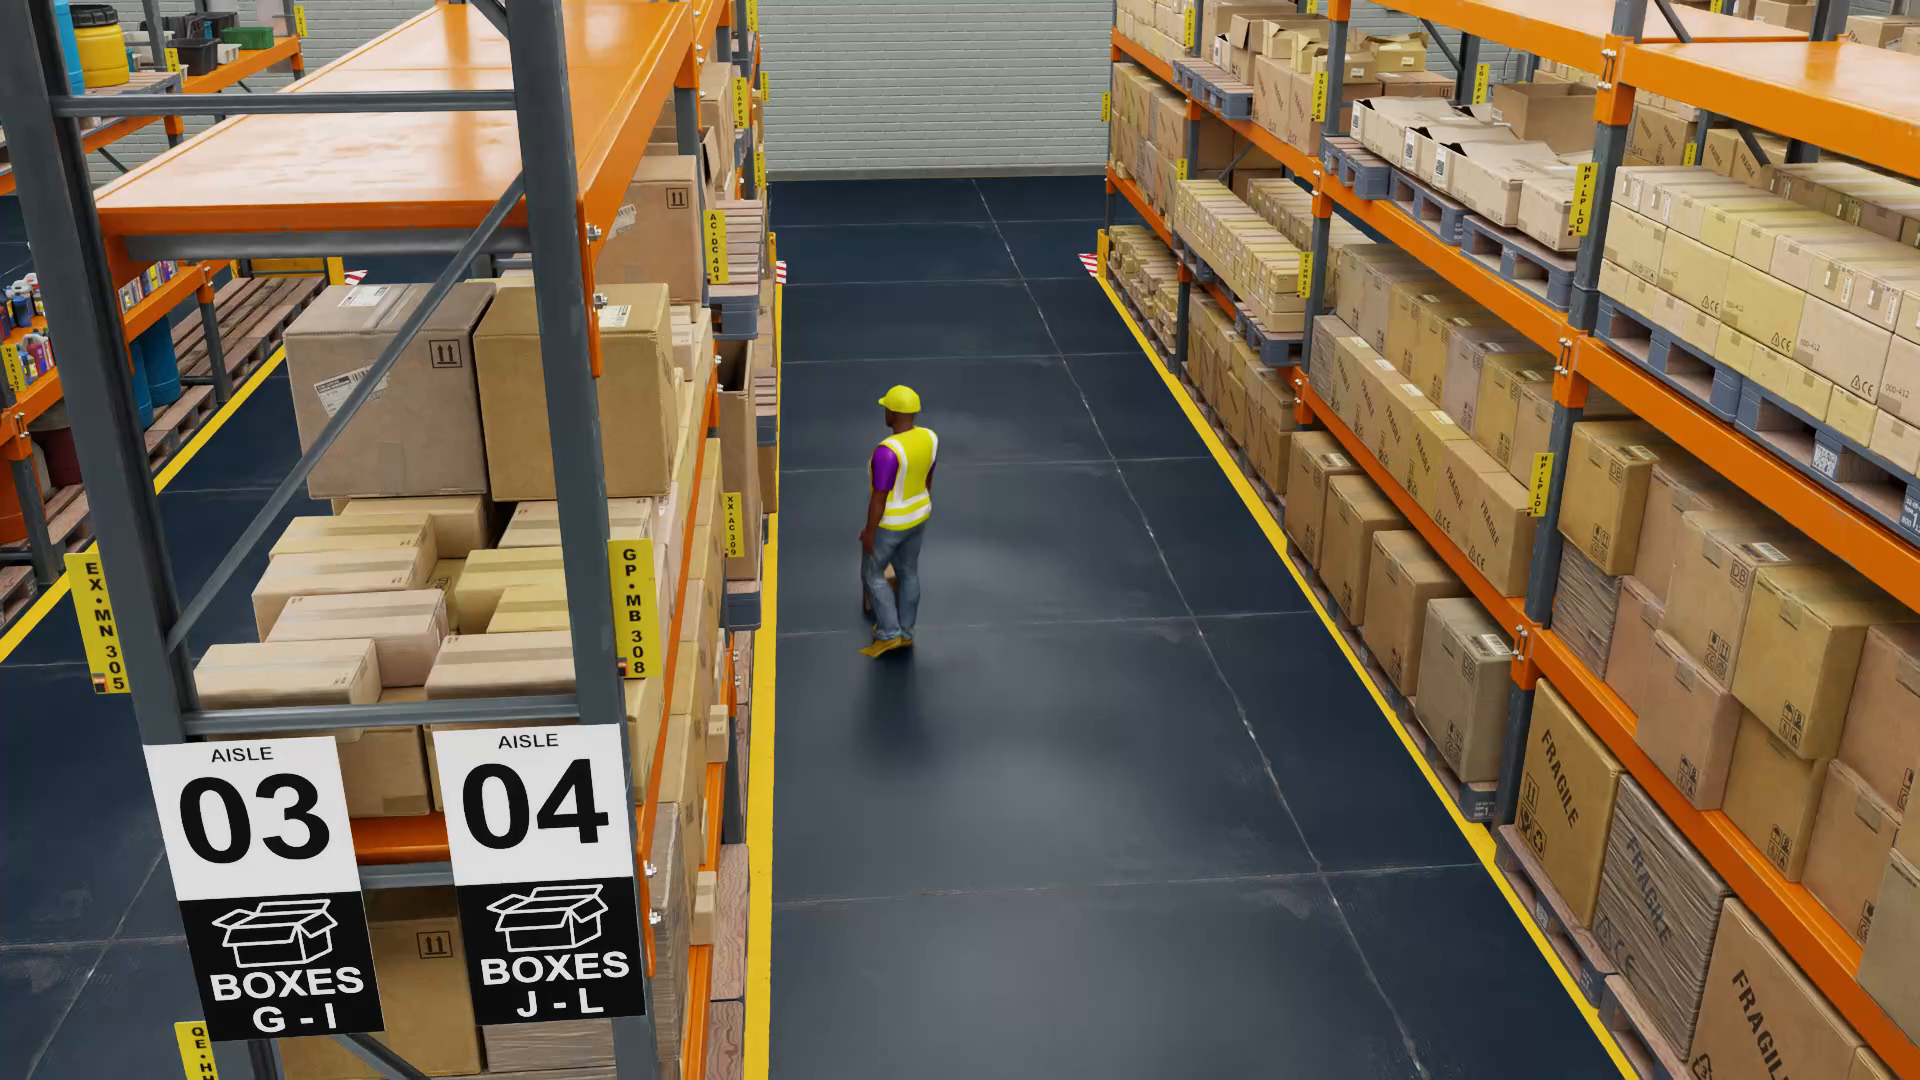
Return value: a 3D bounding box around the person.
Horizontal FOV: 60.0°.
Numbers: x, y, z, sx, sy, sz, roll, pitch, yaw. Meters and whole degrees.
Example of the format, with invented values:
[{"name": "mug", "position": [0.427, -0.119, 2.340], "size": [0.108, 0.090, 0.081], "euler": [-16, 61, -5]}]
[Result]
[{"name": "person", "position": [-0.406, -0.120, 10.603], "size": [0.414, 1.809, 0.590], "euler": [18, 30, 36]}]
